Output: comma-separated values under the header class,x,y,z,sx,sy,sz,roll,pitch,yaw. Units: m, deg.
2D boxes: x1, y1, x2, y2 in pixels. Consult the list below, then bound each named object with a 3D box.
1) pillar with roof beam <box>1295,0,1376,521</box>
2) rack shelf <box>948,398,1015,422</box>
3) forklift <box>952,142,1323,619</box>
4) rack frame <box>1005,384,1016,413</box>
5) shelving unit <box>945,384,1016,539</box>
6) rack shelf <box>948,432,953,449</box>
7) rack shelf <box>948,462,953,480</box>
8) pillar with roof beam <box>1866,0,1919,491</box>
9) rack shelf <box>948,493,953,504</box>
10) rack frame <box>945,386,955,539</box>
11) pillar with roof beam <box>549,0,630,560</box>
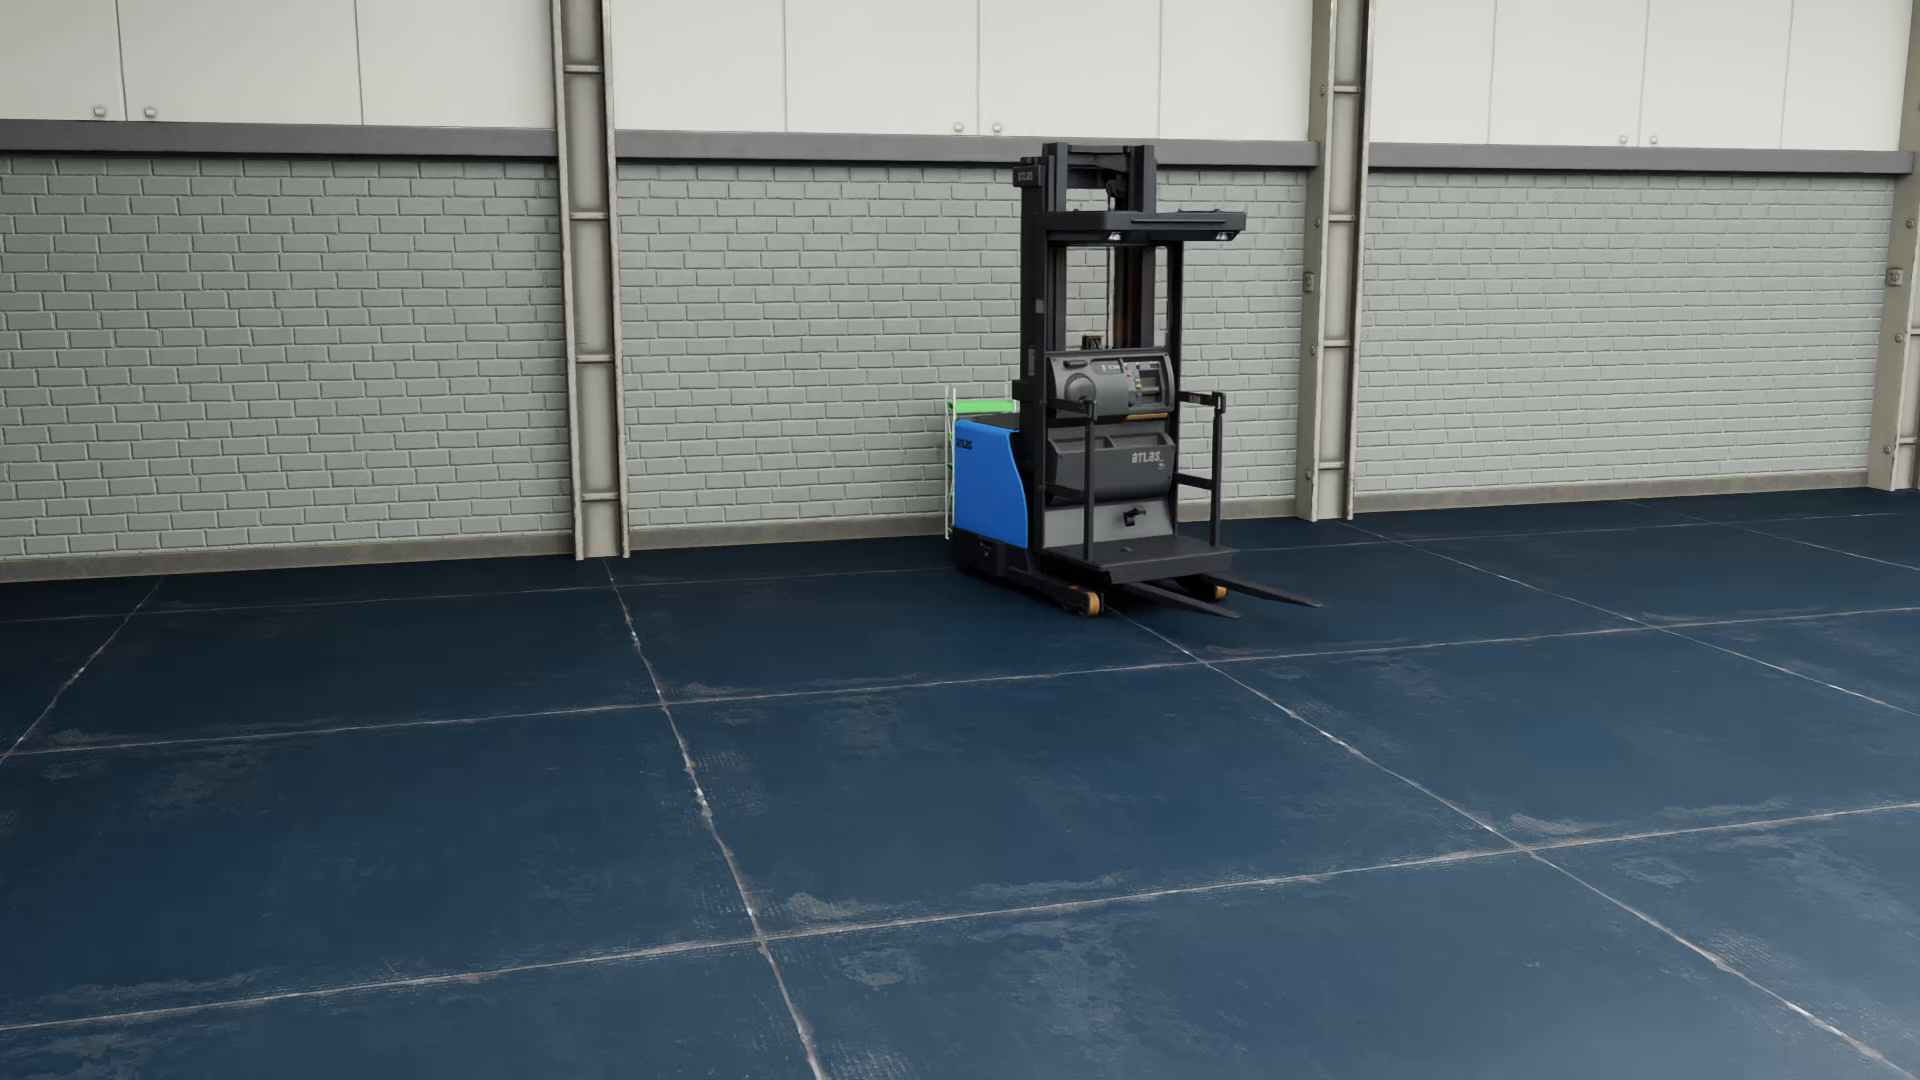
class,x,y,z,sx,sy,sz,roll,pitch,yaw
pillar with roof beam,4.282,-3.869,9.210,0.400,9.000,9.100,-3,11,-16
rack shelf,0.159,-1.008,12.908,0.480,0.148,0.258,-3,11,-16
forklift,1.103,-1.051,10.660,1.130,2.935,3.031,-6,12,-29
rack frame,0.393,-0.611,13.050,0.015,1.200,0.240,-3,11,-16
shelving unit,0.159,-0.598,12.983,0.503,1.200,0.258,-3,11,-16
rack shelf,0.159,-0.772,12.952,0.480,0.148,0.258,-3,11,-16
rack shelf,0.159,-0.536,12.995,0.480,0.148,0.258,-3,11,-16
pillar with roof beam,10.043,-4.173,10.860,0.400,9.000,9.100,-3,11,-16
rack shelf,0.159,-0.300,13.038,0.480,0.148,0.258,-3,11,-16
rack frame,-0.075,-0.586,12.916,0.015,1.200,0.240,-3,11,-16
pillar with roof beam,-1.479,-3.566,7.561,0.400,9.000,9.100,-3,11,-16
